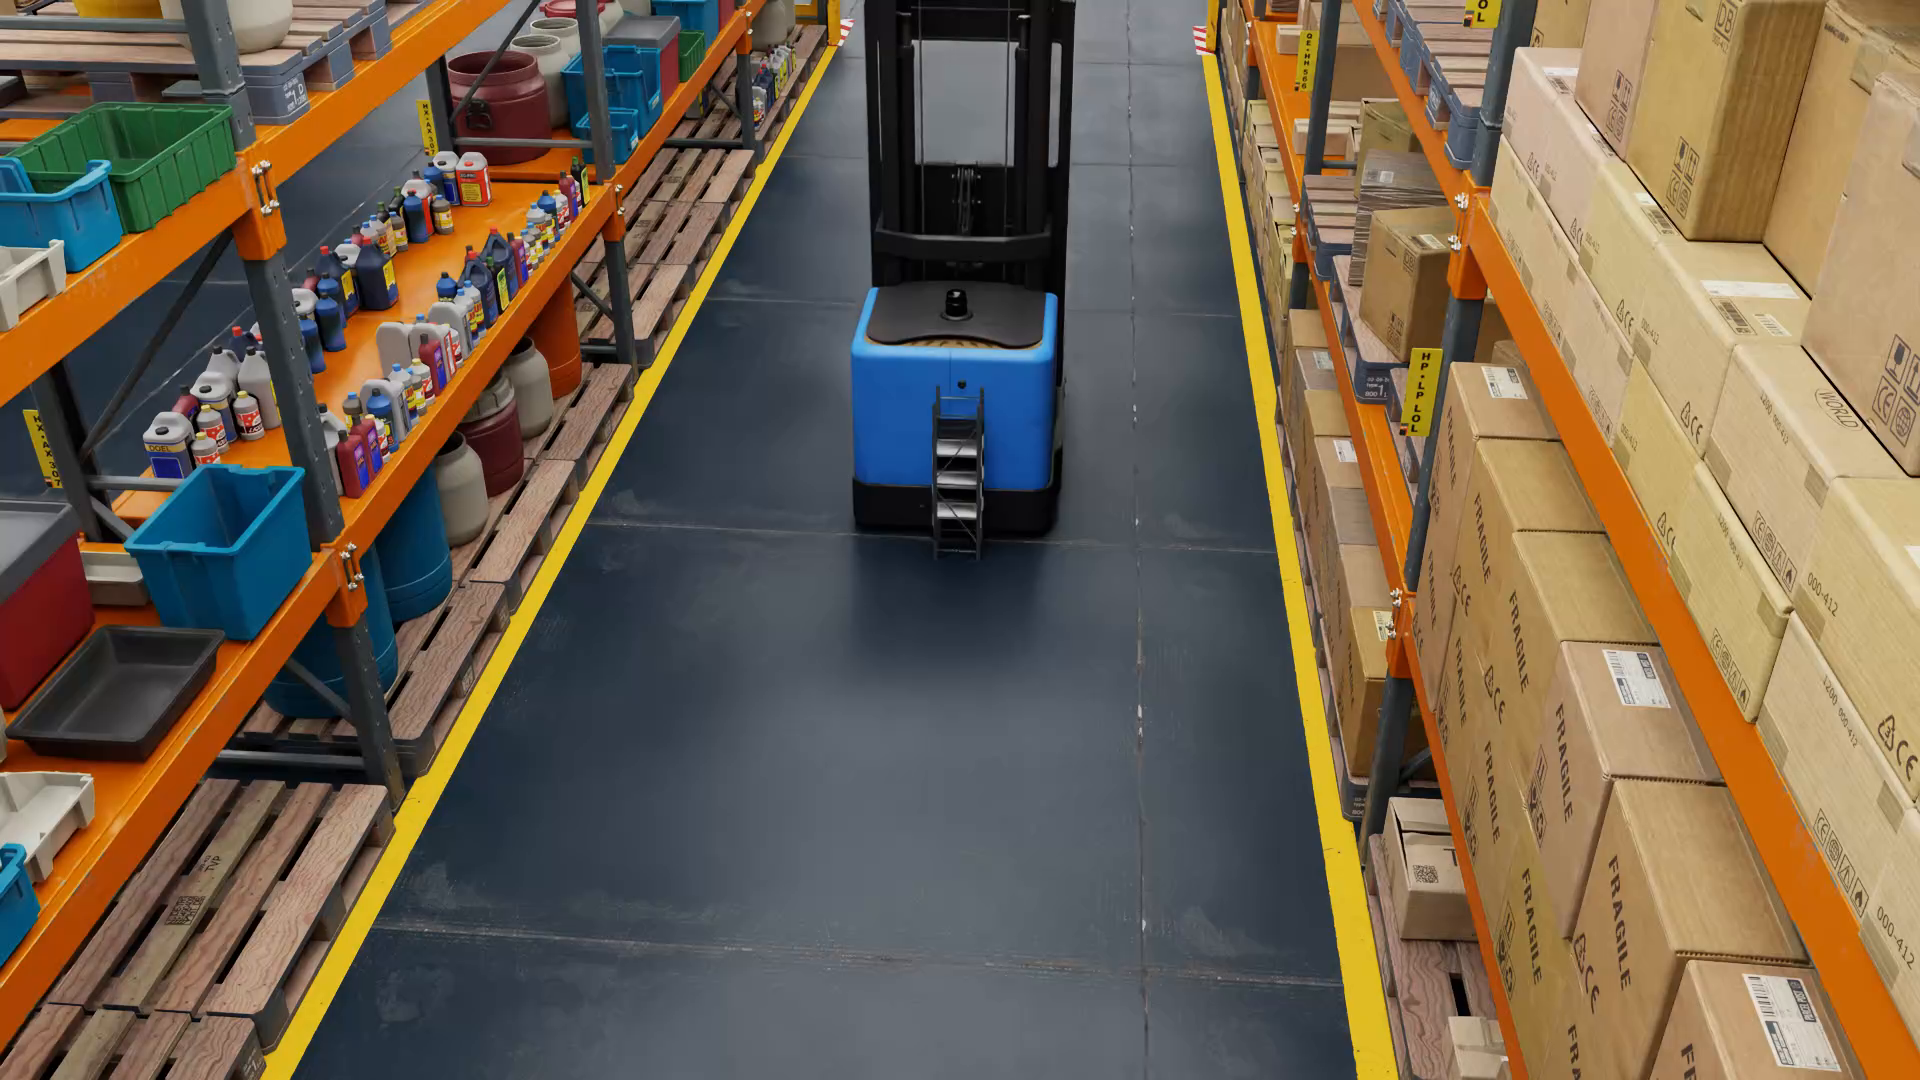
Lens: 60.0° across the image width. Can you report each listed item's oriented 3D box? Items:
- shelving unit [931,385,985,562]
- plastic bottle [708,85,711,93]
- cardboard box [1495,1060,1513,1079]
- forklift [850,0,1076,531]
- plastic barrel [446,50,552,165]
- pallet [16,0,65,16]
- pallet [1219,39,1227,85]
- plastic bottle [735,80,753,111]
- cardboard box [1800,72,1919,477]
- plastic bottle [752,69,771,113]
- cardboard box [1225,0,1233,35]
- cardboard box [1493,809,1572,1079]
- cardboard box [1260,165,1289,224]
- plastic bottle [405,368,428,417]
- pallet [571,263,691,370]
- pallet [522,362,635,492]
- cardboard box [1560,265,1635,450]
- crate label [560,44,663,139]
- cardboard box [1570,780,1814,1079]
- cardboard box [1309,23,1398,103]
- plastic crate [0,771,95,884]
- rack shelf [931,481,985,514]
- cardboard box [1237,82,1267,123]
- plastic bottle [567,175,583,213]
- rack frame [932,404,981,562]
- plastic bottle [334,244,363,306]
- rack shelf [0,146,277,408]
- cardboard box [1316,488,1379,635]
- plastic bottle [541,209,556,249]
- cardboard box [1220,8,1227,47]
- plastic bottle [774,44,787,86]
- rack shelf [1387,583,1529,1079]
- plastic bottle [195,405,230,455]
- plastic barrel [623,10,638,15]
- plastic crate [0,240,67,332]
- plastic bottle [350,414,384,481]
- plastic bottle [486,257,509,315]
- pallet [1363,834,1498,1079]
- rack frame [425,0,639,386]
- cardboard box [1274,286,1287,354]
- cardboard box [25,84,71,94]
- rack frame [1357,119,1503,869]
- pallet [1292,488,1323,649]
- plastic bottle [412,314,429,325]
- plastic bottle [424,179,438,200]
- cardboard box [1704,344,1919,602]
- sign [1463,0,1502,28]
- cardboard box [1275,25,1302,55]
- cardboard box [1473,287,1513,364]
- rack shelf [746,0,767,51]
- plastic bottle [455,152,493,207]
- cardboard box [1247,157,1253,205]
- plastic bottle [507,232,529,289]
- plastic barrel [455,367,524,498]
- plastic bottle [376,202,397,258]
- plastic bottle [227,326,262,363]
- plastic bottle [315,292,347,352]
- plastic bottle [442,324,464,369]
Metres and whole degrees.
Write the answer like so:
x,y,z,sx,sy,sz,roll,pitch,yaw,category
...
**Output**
x,y,z,sx,sy,sz,roll,pitch,yaw,category
-0.008,-0.328,8.425,0.258,0.900,0.210,2,32,4,shelving unit
-2.253,-4.106,14.723,0.061,0.283,0.133,2,32,4,plastic bottle
1.954,1.879,4.802,0.797,0.503,0.637,2,32,4,cardboard box
0.069,-2.044,9.273,1.130,2.935,3.031,2,32,4,forklift
-2.774,-2.598,9.977,0.600,0.536,0.708,2,32,4,plastic barrel
-7.328,-4.112,12.747,1.003,0.211,1.213,2,32,4,pallet
3.058,-4.665,16.119,1.003,0.211,1.213,2,32,4,pallet
-1.848,-3.846,14.237,0.144,0.351,0.185,2,32,4,plastic bottle
1.860,-0.426,2.675,0.700,0.500,0.500,2,32,4,cardboard box
-1.704,-3.840,14.227,0.144,0.351,0.185,3,32,5,plastic bottle
2.774,-5.049,15.590,0.500,0.500,0.500,2,32,4,cardboard box
1.667,1.028,4.127,0.500,0.500,0.500,2,32,3,cardboard box
2.347,-2.400,11.471,0.500,0.311,0.500,3,32,5,cardboard box
-2.343,-0.636,7.112,0.097,0.201,0.097,0,32,0,plastic bottle
-2.408,-1.501,10.984,1.003,0.211,1.213,2,32,4,pallet
-2.532,-0.683,9.657,1.003,0.211,1.213,2,32,4,pallet
1.728,-0.426,3.866,0.500,0.250,0.500,2,32,4,cardboard box
-2.159,-2.807,10.413,0.502,0.435,0.616,2,32,4,crate label
1.616,0.864,3.440,0.500,0.500,0.500,3,32,5,cardboard box
2.548,-2.991,10.650,0.500,0.500,0.500,1,32,1,cardboard box
-2.677,0.817,4.759,0.293,0.136,0.466,2,32,4,plastic crate
-0.008,-0.223,8.489,0.258,0.077,0.200,2,32,4,rack shelf
2.623,-3.683,14.088,0.500,0.250,0.500,2,32,4,cardboard box
-2.145,-1.910,9.180,0.097,0.201,0.097,0,32,0,plastic bottle
-0.016,-0.275,8.338,0.240,0.900,0.006,2,32,4,rack frame
-2.980,-1.294,8.109,0.152,0.276,0.135,2,32,4,plastic bottle
-2.998,-0.118,3.908,1.077,0.370,4.000,2,32,4,rack shelf
1.946,0.107,7.680,0.500,0.500,0.500,3,32,5,cardboard box
-2.187,-1.637,8.737,0.097,0.201,0.097,0,32,0,plastic bottle
2.813,-4.991,16.211,0.500,0.250,0.500,2,32,4,cardboard box
-1.639,-4.258,14.906,0.144,0.351,0.185,4,32,6,plastic bottle
1.939,1.373,4.349,1.077,0.370,4.000,2,32,4,rack shelf
-3.072,-0.457,6.822,0.097,0.201,0.097,0,32,0,plastic bottle
-2.444,-3.632,11.915,0.301,0.262,0.301,0,32,0,plastic barrel
-2.559,-0.676,4.380,0.293,0.136,0.466,2,32,4,plastic crate
-2.369,-0.386,6.629,0.061,0.283,0.133,2,32,4,plastic bottle
-2.236,-1.241,8.016,0.061,0.283,0.133,2,32,4,plastic bottle
2.045,1.567,6.006,1.003,0.211,1.213,2,32,4,pallet
-2.509,-2.284,9.598,1.000,3.000,0.127,2,32,4,rack frame
2.227,-1.365,10.326,0.500,0.250,0.500,3,32,5,cardboard box
-7.192,-3.390,13.356,0.700,0.500,0.500,0,32,0,cardboard box
2.101,0.021,5.857,1.000,3.000,0.127,2,32,4,rack frame
2.227,0.141,8.319,1.003,0.211,1.213,2,32,4,pallet
-2.449,-0.935,7.597,0.097,0.201,0.097,0,32,0,plastic bottle
-2.912,-1.877,9.126,0.097,0.201,0.097,0,32,0,plastic bottle
1.648,-0.116,2.886,0.500,0.250,0.500,2,32,4,cardboard box
1.548,-1.666,4.867,0.100,0.325,0.005,2,32,4,sign
2.477,-3.601,11.973,0.380,0.149,0.250,2,32,4,cardboard box
2.356,-0.801,6.695,0.700,0.500,0.500,7,32,12,cardboard box
-2.021,-5.115,14.877,1.077,0.370,4.000,2,32,4,rack shelf
-2.715,-2.013,9.275,0.152,0.276,0.135,2,32,4,plastic bottle
2.430,-2.703,12.498,0.500,0.250,0.500,3,32,5,cardboard box
-2.210,-1.407,8.286,0.061,0.283,0.133,2,32,4,plastic bottle
-2.624,-0.589,8.746,0.600,0.588,0.708,2,32,4,plastic barrel
-2.980,-1.591,8.585,0.061,0.283,0.133,2,32,4,plastic bottle
-3.071,-0.763,7.176,0.144,0.351,0.185,2,32,4,plastic bottle
-2.899,-1.009,7.650,0.097,0.271,0.097,0,32,0,plastic bottle
-2.306,-0.878,7.504,0.097,0.201,0.097,0,32,0,plastic bottle
